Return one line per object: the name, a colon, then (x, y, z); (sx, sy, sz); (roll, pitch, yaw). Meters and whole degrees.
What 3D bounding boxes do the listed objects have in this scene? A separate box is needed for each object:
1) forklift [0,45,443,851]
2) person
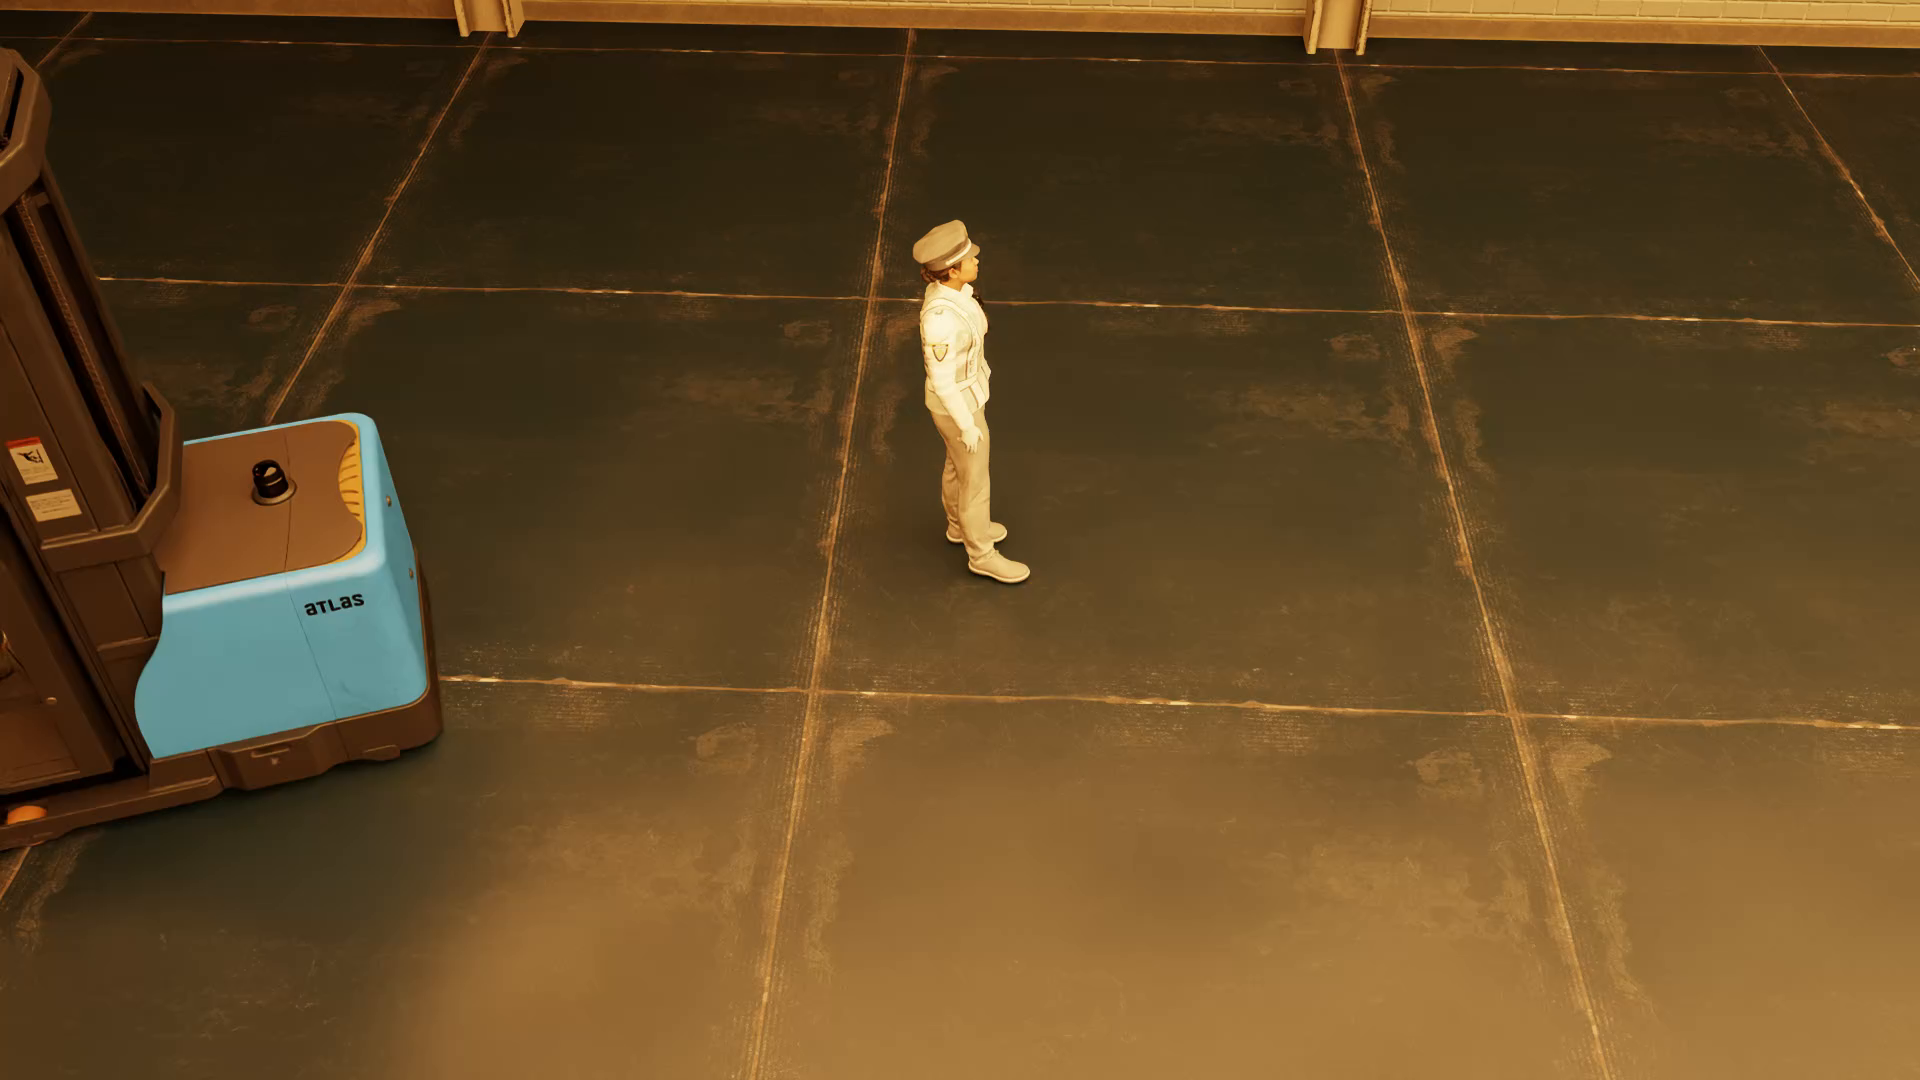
forklift: (-3.741, -0.233, 5.998); (3.031, 2.935, 1.130); (-12, 44, -13)
person: (0.068, -0.625, 7.333); (0.531, 1.695, 0.588); (2, 42, 2)
